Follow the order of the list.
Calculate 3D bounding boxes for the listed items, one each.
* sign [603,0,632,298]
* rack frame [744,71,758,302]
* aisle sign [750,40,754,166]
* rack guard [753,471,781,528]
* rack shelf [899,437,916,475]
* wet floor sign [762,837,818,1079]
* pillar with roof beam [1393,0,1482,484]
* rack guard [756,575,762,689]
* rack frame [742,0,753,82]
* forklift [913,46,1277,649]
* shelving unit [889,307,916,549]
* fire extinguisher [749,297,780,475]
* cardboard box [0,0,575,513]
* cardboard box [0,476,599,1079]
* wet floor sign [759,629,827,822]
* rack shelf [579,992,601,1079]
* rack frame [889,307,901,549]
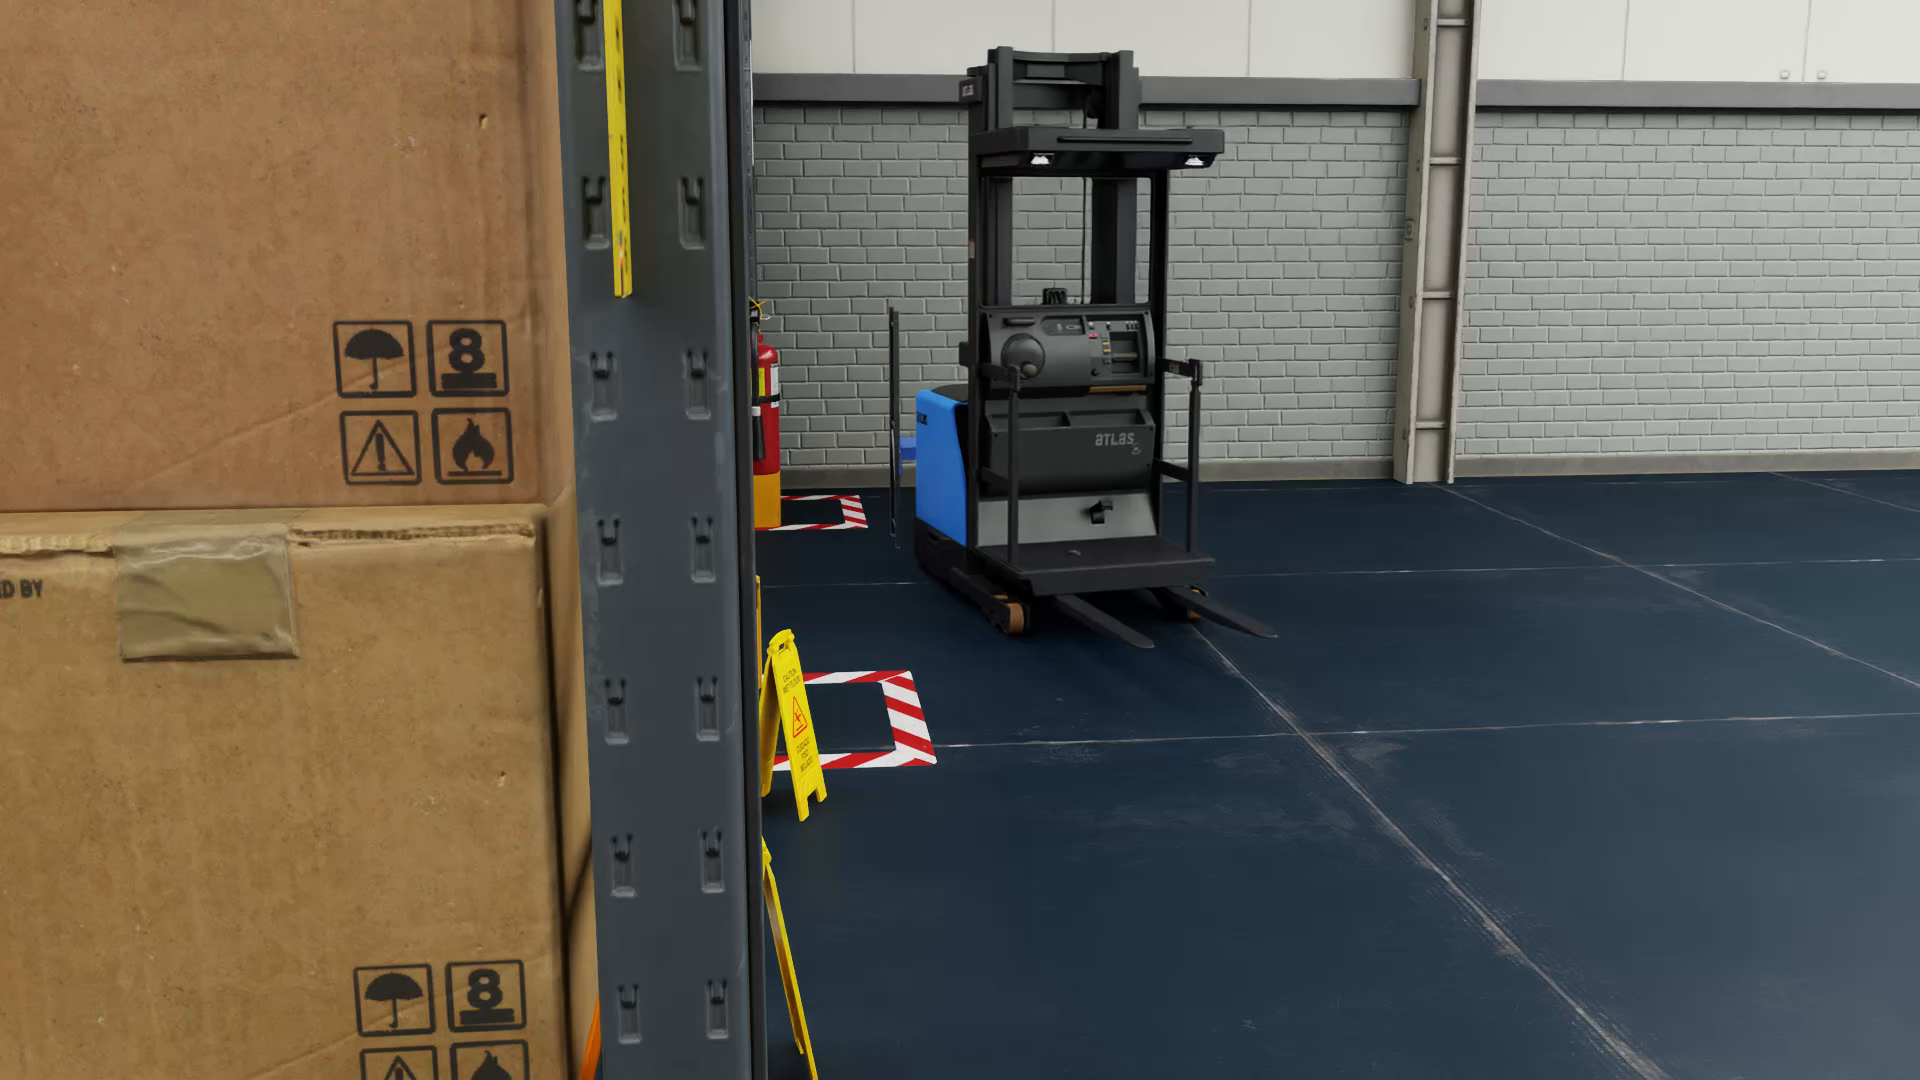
[{"bbox_3d":[-0.257,-0.347,1.240,0.005,0.325,0.100,-1,11,-6],"label":"sign"},{"bbox_3d":[-1.476,-1.666,11.565,0.127,3.000,1.000,-1,11,-6],"label":"rack frame"},{"bbox_3d":[-1.379,-2.886,11.035,0.004,0.787,0.394,-1,11,-6],"label":"aisle sign"},{"bbox_3d":[-1.452,-0.440,11.809,0.348,0.500,1.175,-1,11,-6],"label":"rack guard"},{"bbox_3d":[0.085,-0.561,10.767,1.000,0.185,0.538,-1,11,-6],"label":"rack shelf"},{"bbox_3d":[-0.487,1.008,4.067,0.232,0.644,0.267,-3,12,-16],"label":"wet floor sign"},{"bbox_3d":[4.164,-4.067,8.228,0.400,9.000,9.100,-1,11,-6],"label":"pillar with roof beam"},{"bbox_3d":[-1.012,0.514,6.957,0.348,0.500,1.175,-1,11,-6],"label":"rack guard"},{"bbox_3d":[-1.476,-4.609,10.987,0.127,3.000,1.000,-1,11,-6],"label":"rack frame"},{"bbox_3d":[0.655,-1.044,8.579,1.130,2.935,3.031,-4,12,-17],"label":"forklift"},{"bbox_3d":[0.085,-0.738,10.732,1.048,1.500,0.538,-1,11,-6],"label":"shelving unit"},{"bbox_3d":[-0.773,-0.590,6.294,0.183,0.674,0.296,-1,11,-6],"label":"fire extinguisher"},{"bbox_3d":[-0.675,-0.370,1.786,0.550,0.550,0.875,-1,11,-6],"label":"cardboard box"},{"bbox_3d":[-0.665,0.176,1.808,0.550,0.550,0.875,-1,11,-6],"label":"cardboard box"},{"bbox_3d":[-0.632,0.643,5.927,0.232,0.644,0.267,3,11,14],"label":"wet floor sign"},{"bbox_3d":[-2.290,0.628,1.763,4.000,0.370,1.077,-1,11,-6],"label":"rack shelf"},{"bbox_3d":[-0.421,-0.727,10.678,0.032,1.500,0.500,-1,11,-6],"label":"rack frame"}]
